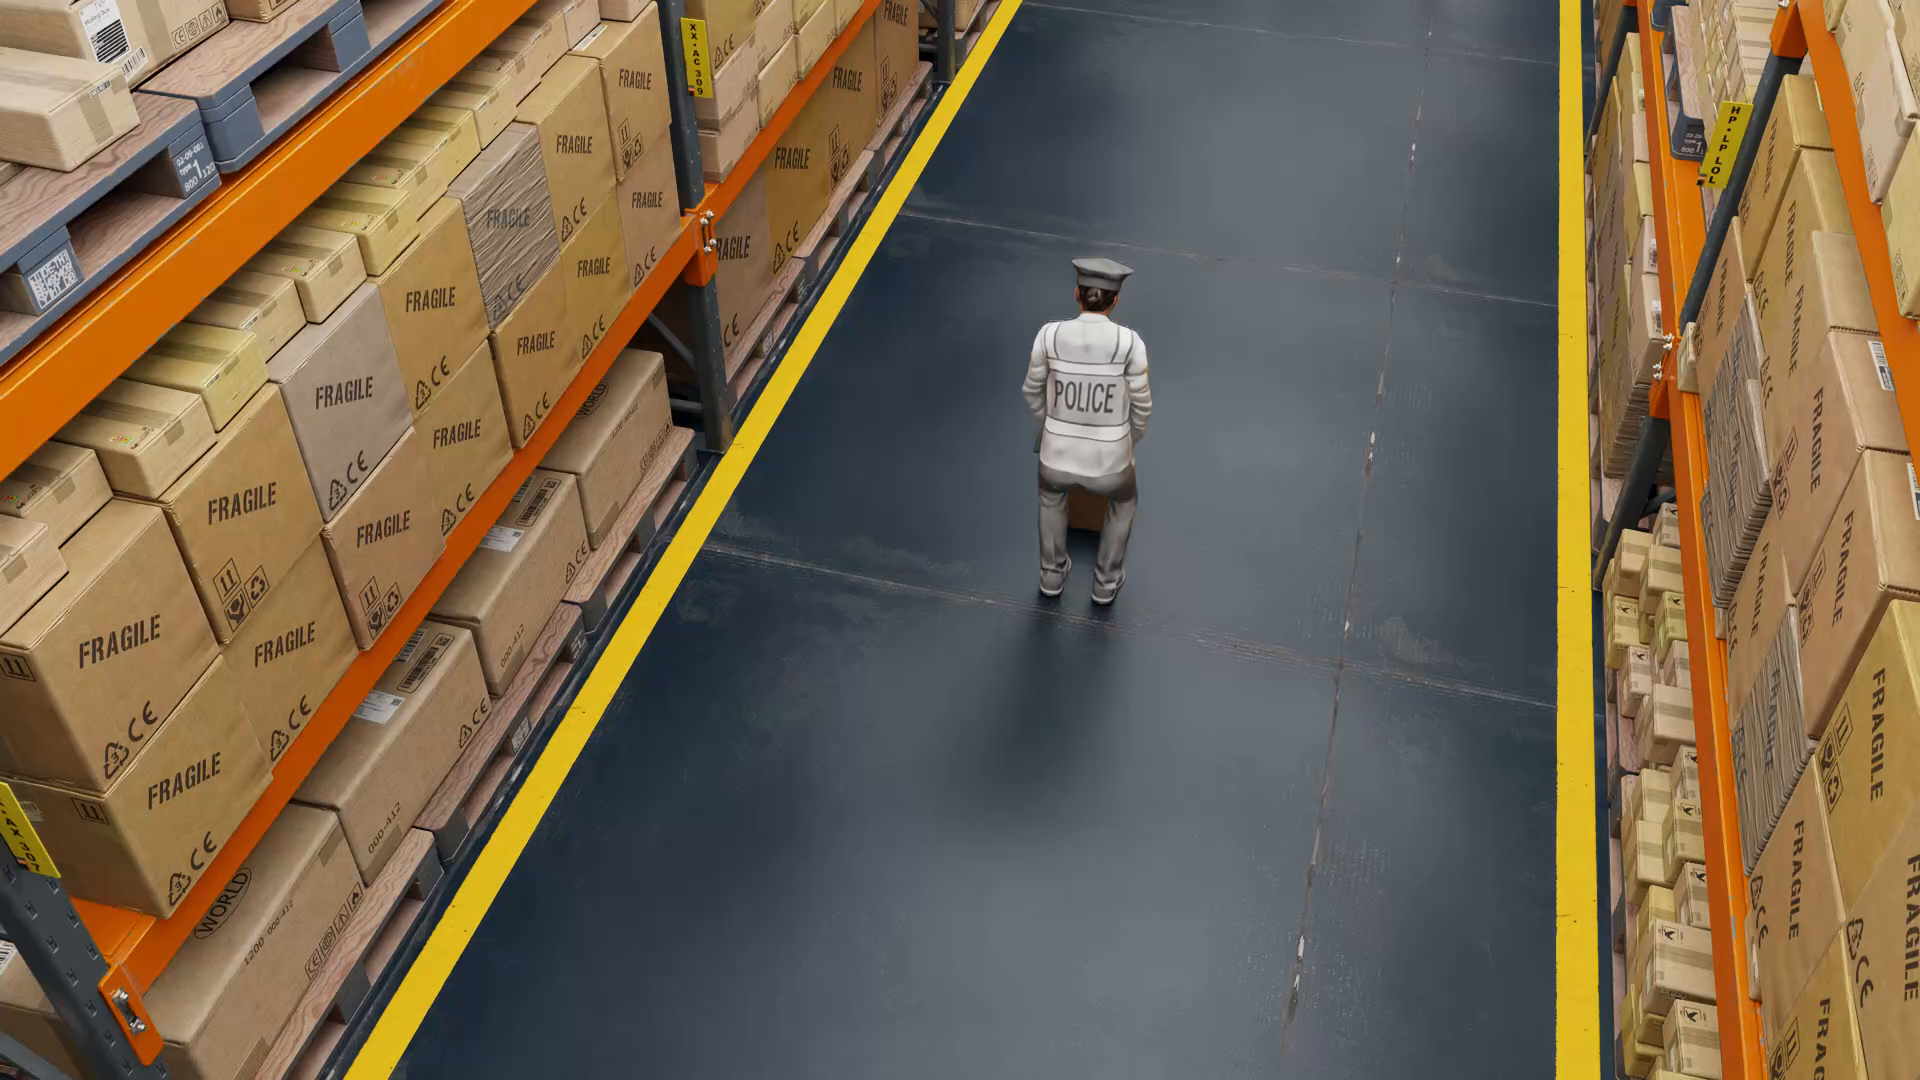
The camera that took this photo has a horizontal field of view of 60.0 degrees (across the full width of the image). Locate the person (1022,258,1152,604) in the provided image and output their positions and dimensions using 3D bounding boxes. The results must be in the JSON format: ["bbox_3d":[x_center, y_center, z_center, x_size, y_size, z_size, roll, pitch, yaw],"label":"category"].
[{"bbox_3d":[0.502,-0.417,6.766,0.529,1.501,0.607,10,42,12],"label":"person"}]
